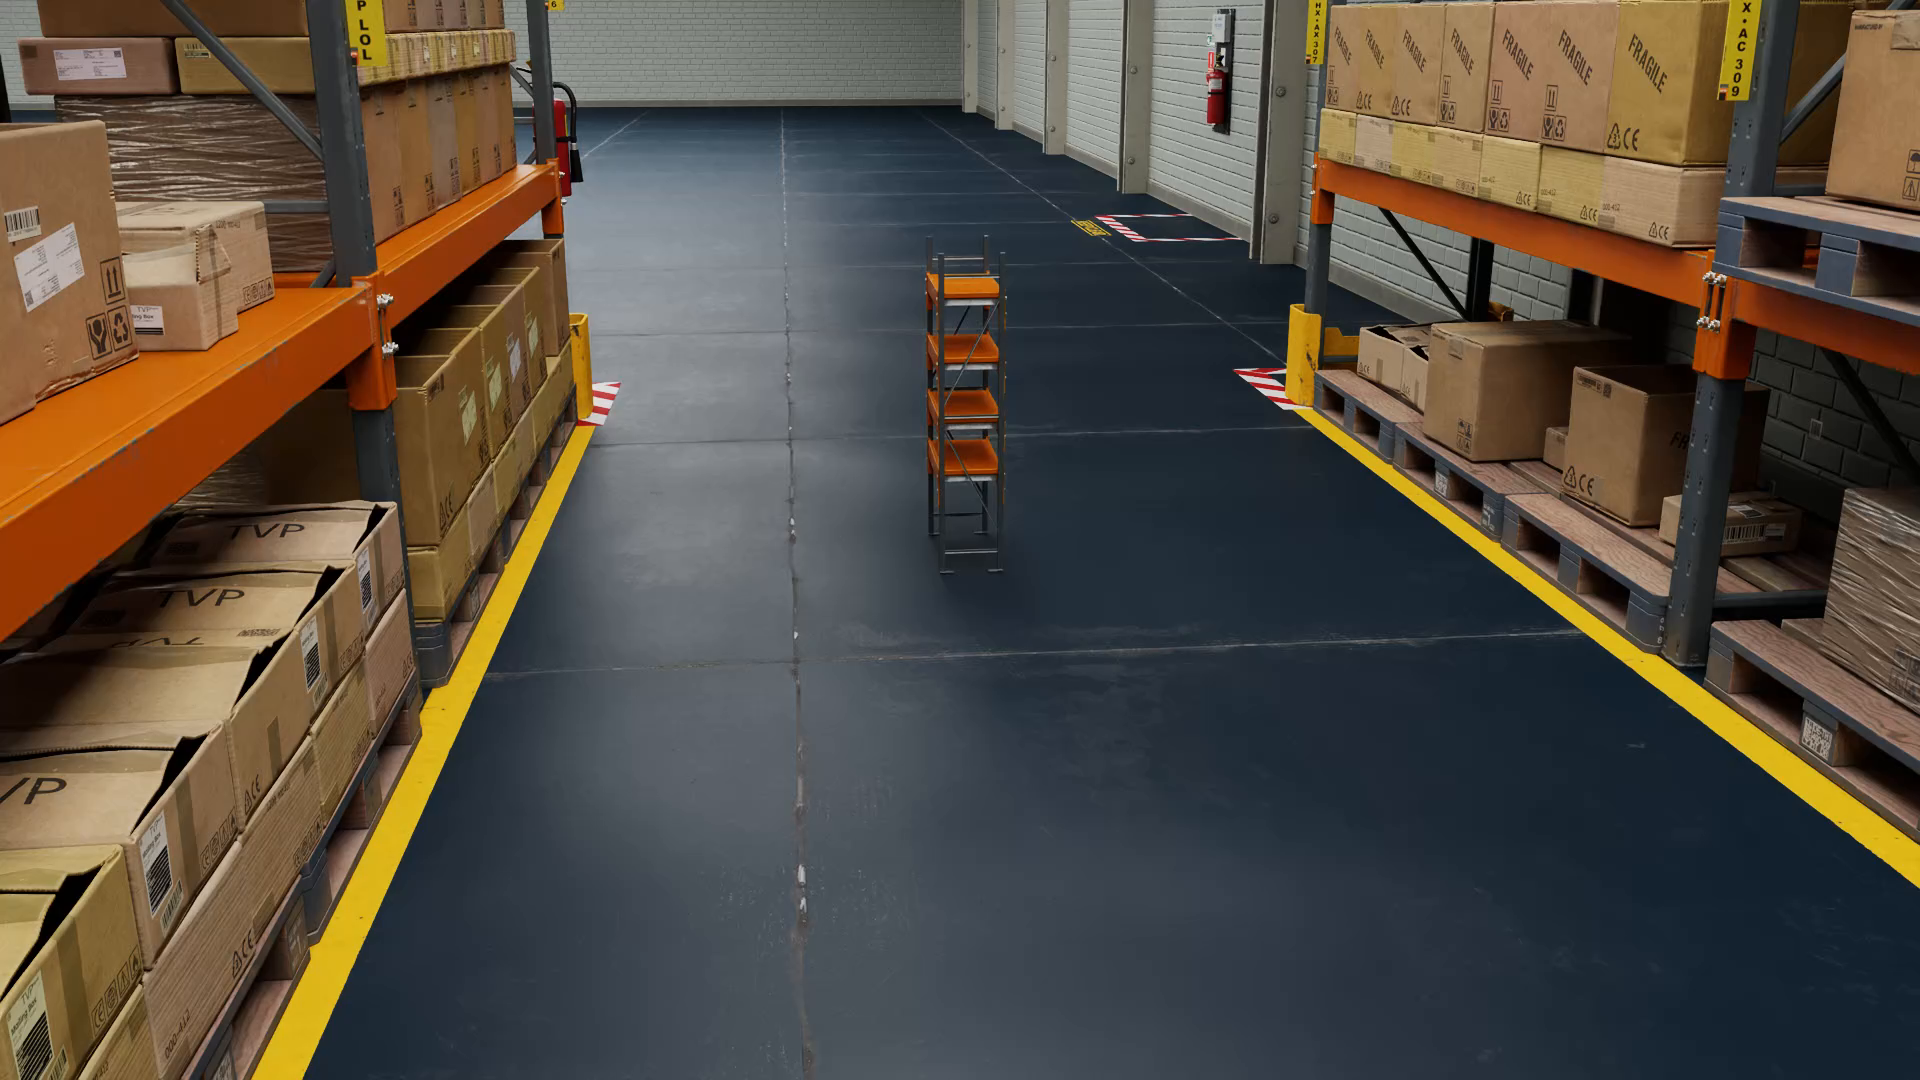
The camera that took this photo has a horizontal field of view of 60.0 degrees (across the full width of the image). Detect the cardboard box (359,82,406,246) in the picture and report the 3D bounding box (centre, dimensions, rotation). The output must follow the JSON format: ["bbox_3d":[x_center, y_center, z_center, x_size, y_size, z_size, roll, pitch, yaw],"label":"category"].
[{"bbox_3d":[-2.238,-1.229,5.418,0.700,0.500,0.500,-2,18,-6],"label":"cardboard box"}]

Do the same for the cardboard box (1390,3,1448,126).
[{"bbox_3d":[2.227,-2.081,7.263,0.500,0.500,0.500,-2,18,-7],"label":"cardboard box"}]

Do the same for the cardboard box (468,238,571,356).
[{"bbox_3d":[-2.187,-1.180,8.066,0.500,0.500,0.500,-2,18,-6],"label":"cardboard box"}]

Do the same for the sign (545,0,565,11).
[{"bbox_3d":[-1.997,-2.762,8.140,0.100,0.325,0.005,-2,18,-6],"label":"sign"}]

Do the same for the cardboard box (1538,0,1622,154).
[{"bbox_3d":[2.388,-1.622,5.802,0.500,0.500,0.500,-2,18,-6],"label":"cardboard box"}]

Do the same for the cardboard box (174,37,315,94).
[{"bbox_3d":[-1.960,-1.336,4.674,0.380,0.149,0.250,-2,18,-6],"label":"cardboard box"}]

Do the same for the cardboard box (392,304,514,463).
[{"bbox_3d":[-1.965,-0.585,6.169,0.500,0.500,0.500,-2,18,-6],"label":"cardboard box"}]

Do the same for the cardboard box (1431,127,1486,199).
[{"bbox_3d":[2.288,-1.564,6.869,0.500,0.250,0.500,-2,18,-5],"label":"cardboard box"}]

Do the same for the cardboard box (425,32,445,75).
[{"bbox_3d":[-2.124,-1.797,6.144,0.380,0.149,0.250,-2,18,-6],"label":"cardboard box"}]

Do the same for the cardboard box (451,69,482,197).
[{"bbox_3d":[-2.398,-1.688,6.880,0.700,0.500,0.500,-2,18,-5],"label":"cardboard box"}]

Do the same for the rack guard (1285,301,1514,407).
[{"bbox_3d":[2.397,-1.023,9.102,1.175,0.500,0.348,-2,18,-6],"label":"rack guard"}]

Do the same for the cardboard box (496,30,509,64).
[{"bbox_3d":[-2.281,-2.256,7.604,0.380,0.149,0.250,-1,17,-4],"label":"cardboard box"}]

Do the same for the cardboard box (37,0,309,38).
[{"bbox_3d":[-2.177,-1.691,4.724,0.700,0.500,0.500,-2,18,-5],"label":"cardboard box"}]

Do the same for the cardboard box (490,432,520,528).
[{"bbox_3d":[-1.964,-0.227,6.281,0.500,0.250,0.500,-2,18,-6],"label":"cardboard box"}]

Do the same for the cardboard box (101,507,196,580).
[{"bbox_3d":[-2.330,0.082,4.361,0.500,0.311,0.500,-2,18,-5],"label":"cardboard box"}]

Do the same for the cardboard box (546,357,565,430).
[{"bbox_3d":[-2.125,-0.674,7.704,0.500,0.250,0.500,-2,18,-6],"label":"cardboard box"}]

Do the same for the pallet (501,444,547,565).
[{"bbox_3d":[-2.295,-0.165,6.849,1.003,0.211,1.213,-2,18,-6],"label":"pallet"}]

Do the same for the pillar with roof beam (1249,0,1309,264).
[{"bbox_3d":[-1.579,-6.574,12.592,9.100,9.000,0.400,-2,18,-6],"label":"pillar with roof beam"}]

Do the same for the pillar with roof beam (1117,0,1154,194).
[{"bbox_3d":[-2.198,-8.361,18.286,9.100,9.000,0.400,-2,18,-6],"label":"pillar with roof beam"}]

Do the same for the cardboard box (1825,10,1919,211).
[{"bbox_3d":[2.820,-1.152,4.436,0.700,0.500,0.500,-2,18,-5],"label":"cardboard box"}]

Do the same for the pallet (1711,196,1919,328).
[{"bbox_3d":[2.736,-0.723,4.293,1.003,0.211,1.213,-2,18,-6],"label":"pallet"}]

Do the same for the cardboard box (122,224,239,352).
[{"bbox_3d":[-1.852,-0.572,3.716,0.396,0.266,0.258,-2,18,-7],"label":"cardboard box"}]

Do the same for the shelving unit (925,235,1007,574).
[{"bbox_3d":[0.017,-0.523,6.340,0.258,1.200,0.503,-2,18,-6],"label":"shelving unit"}]

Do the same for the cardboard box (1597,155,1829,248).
[{"bbox_3d":[2.451,-1.117,5.443,0.500,0.250,0.500,-2,18,-6],"label":"cardboard box"}]

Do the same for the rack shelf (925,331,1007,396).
[{"bbox_3d":[0.017,-0.672,6.293,0.258,0.148,0.480,-2,18,-6],"label":"rack shelf"}]

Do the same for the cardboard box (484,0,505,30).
[{"bbox_3d":[-2.497,-2.596,7.605,0.700,0.500,0.500,-2,18,-5],"label":"cardboard box"}]

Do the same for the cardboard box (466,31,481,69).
[{"bbox_3d":[-2.203,-2.026,6.874,0.380,0.149,0.250,-1,17,-4],"label":"cardboard box"}]

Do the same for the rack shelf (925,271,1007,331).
[{"bbox_3d":[0.017,-0.898,6.223,0.258,0.148,0.480,-2,18,-6],"label":"rack shelf"}]

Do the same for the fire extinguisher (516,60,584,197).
[{"bbox_3d":[-2.088,-2.097,8.478,0.296,0.674,0.183,-2,18,-6],"label":"fire extinguisher"}]

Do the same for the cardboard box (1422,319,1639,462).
[{"bbox_3d":[2.456,-0.657,7.200,0.700,0.500,0.500,-3,18,-9],"label":"cardboard box"}]

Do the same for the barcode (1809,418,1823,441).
[{"bbox_3d":[2.985,-0.385,5.800,0.001,0.075,0.075,-2,18,-6],"label":"barcode"}]

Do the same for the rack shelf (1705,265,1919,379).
[{"bbox_3d":[3.008,-0.108,3.213,1.077,0.370,4.000,-2,18,-6],"label":"rack shelf"}]

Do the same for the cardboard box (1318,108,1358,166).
[{"bbox_3d":[2.124,-2.021,8.325,0.500,0.250,0.500,-2,18,-7],"label":"cardboard box"}]

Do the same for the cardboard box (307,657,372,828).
[{"bbox_3d":[-1.744,0.484,4.016,0.500,0.250,0.500,-2,18,-6],"label":"cardboard box"}]

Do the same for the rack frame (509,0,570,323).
[{"bbox_3d":[-2.538,-2.084,8.309,1.000,3.000,0.127,-2,18,-6],"label":"rack frame"}]

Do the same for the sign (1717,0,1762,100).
[{"bbox_3d":[2.263,-1.441,4.813,0.100,0.325,0.005,-2,18,-6],"label":"sign"}]

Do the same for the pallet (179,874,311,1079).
[{"bbox_3d":[-1.881,1.020,3.074,1.003,0.211,1.213,-2,18,-6],"label":"pallet"}]

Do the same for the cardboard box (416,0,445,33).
[{"bbox_3d":[-2.333,-2.140,6.153,0.700,0.500,0.500,-2,18,-6],"label":"cardboard box"}]

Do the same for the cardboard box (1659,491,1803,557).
[{"bbox_3d":[2.717,-0.063,5.867,0.380,0.166,0.250,-4,18,-13],"label":"cardboard box"}]

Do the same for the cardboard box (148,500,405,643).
[{"bbox_3d":[-1.798,0.063,4.421,0.500,0.311,0.500,-2,18,-6],"label":"cardboard box"}]

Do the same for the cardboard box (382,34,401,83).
[{"bbox_3d":[-2.043,-1.566,5.406,0.380,0.149,0.250,-2,18,-6],"label":"cardboard box"}]

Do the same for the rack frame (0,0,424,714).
[{"bbox_3d":[-2.125,-0.893,4.513,1.000,3.000,0.127,-2,18,-6],"label":"rack frame"}]

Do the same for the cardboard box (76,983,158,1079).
[{"bbox_3d":[-1.587,0.941,2.561,0.500,0.250,0.500,-2,18,-7],"label":"cardboard box"}]

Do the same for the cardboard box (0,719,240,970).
[{"bbox_3d":[-1.641,0.517,2.977,0.500,0.311,0.500,-2,18,-6],"label":"cardboard box"}]
